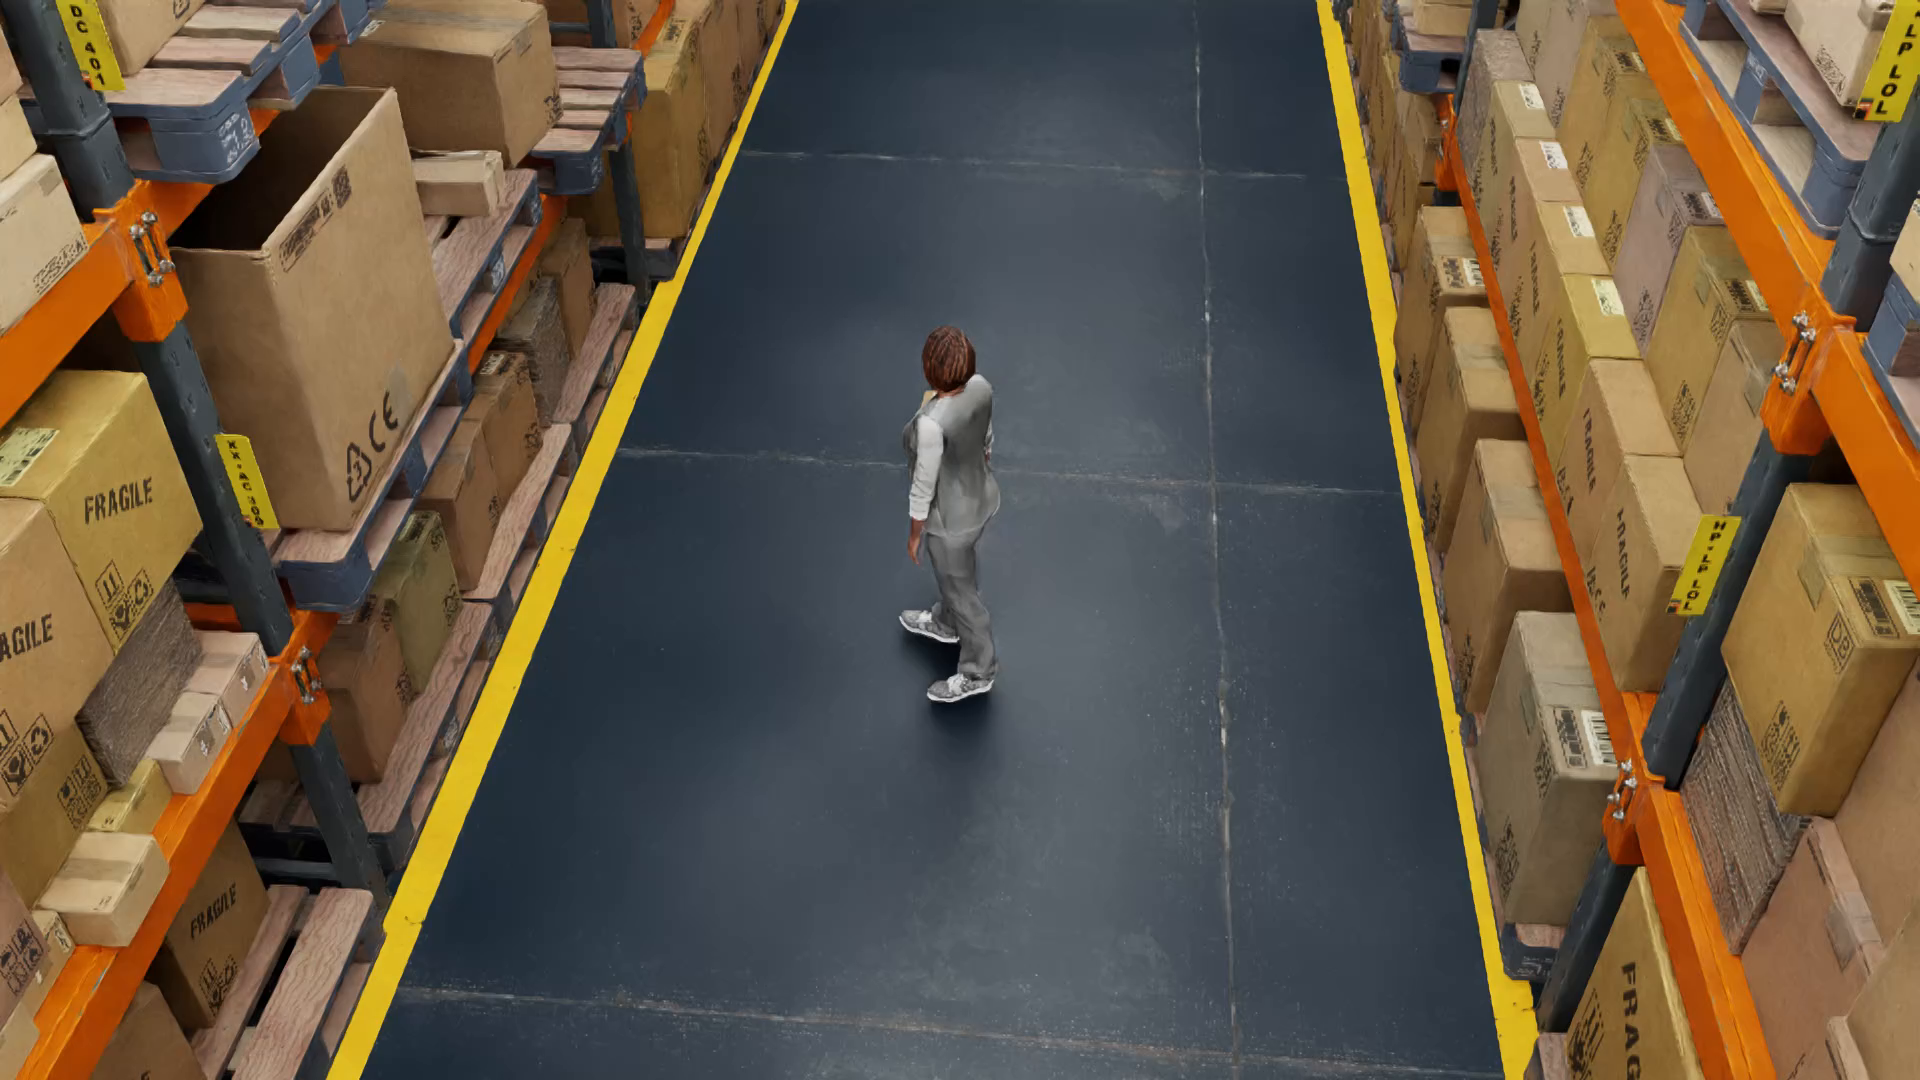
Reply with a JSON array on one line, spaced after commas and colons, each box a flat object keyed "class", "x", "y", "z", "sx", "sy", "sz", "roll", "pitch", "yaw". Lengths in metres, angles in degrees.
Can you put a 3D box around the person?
[{"class": "person", "x": 0.014, "y": -0.141, "z": 6.242, "sx": 0.393, "sy": 1.526, "sz": 0.507, "roll": 18, "pitch": 44, "yaw": 20}]
